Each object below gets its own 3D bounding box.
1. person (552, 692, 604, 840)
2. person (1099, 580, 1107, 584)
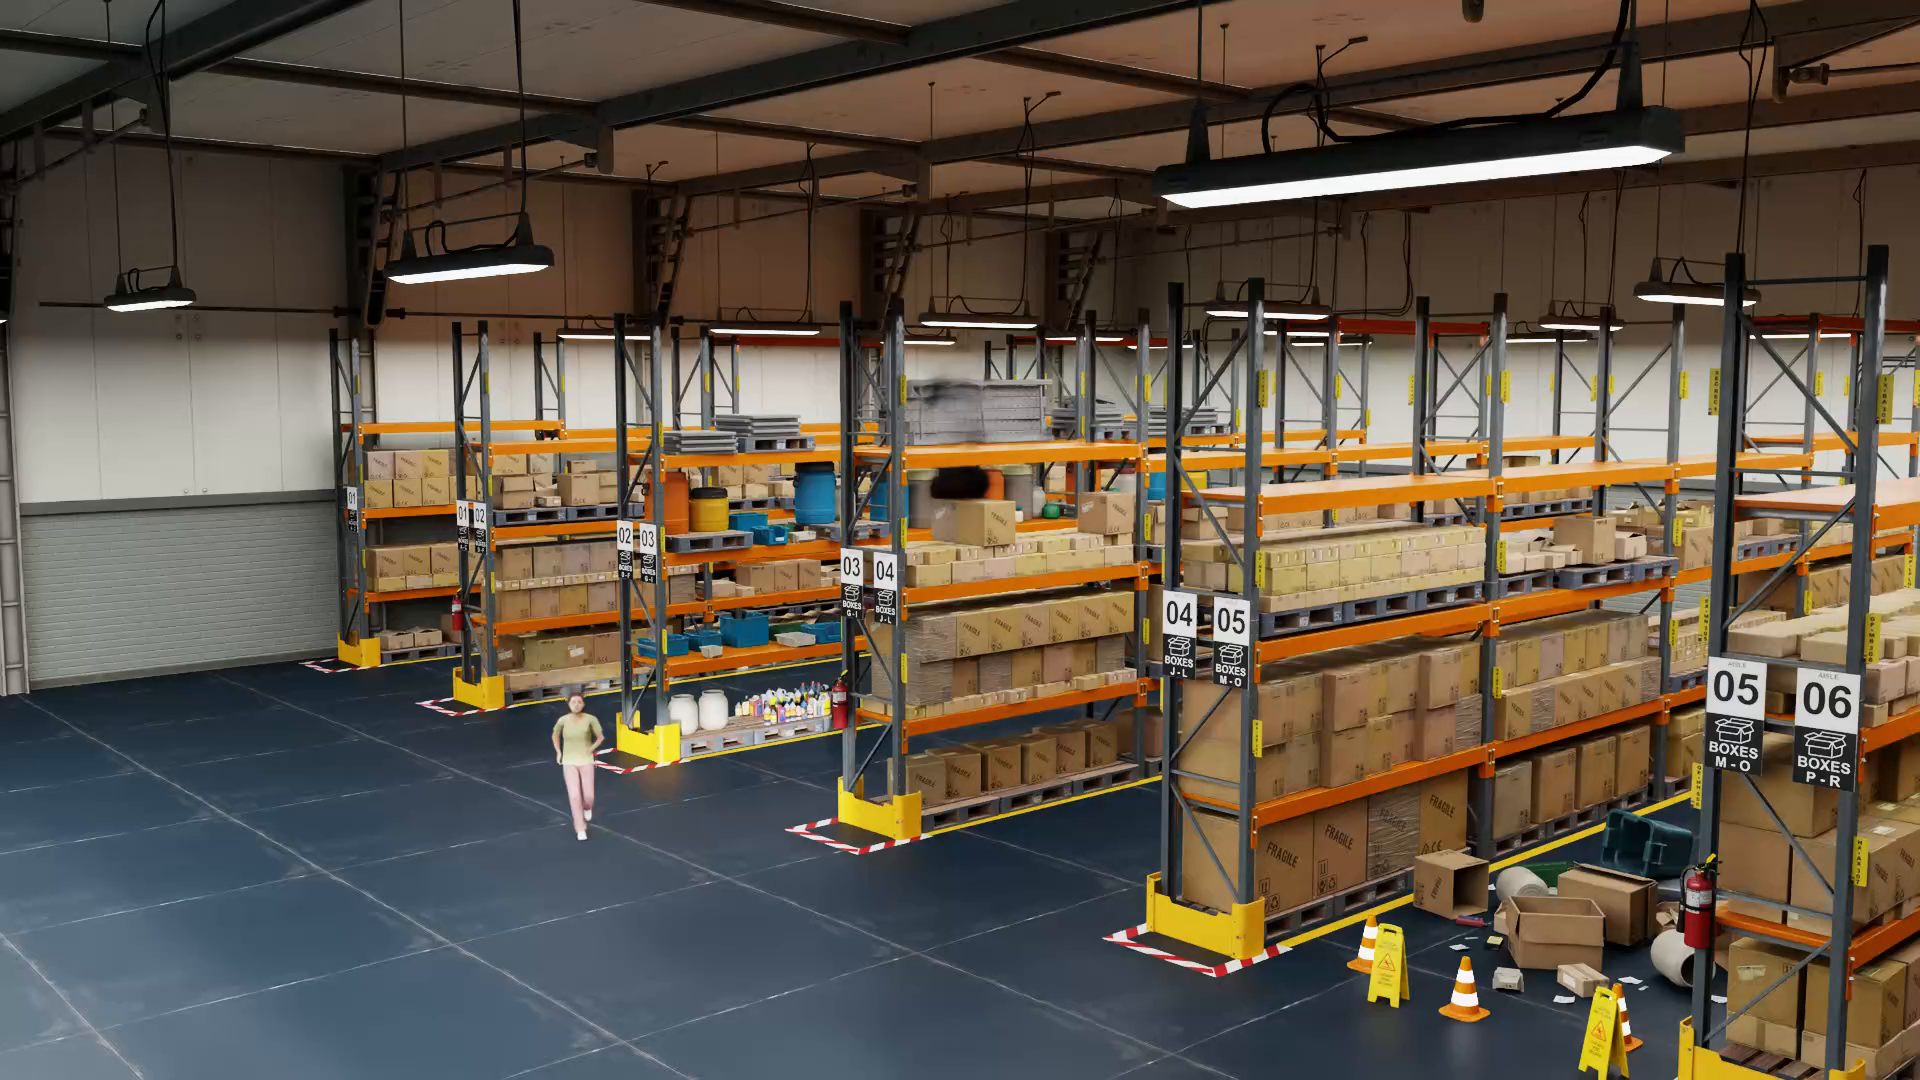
[{"bbox_3d":[-4.292,2.509,18.700,0.579,1.622,0.694,-1,6,-10],"label":"person"},{"bbox_3d":[3.019,1.040,33.021,0.684,1.760,0.794,5,8,44],"label":"person"}]
